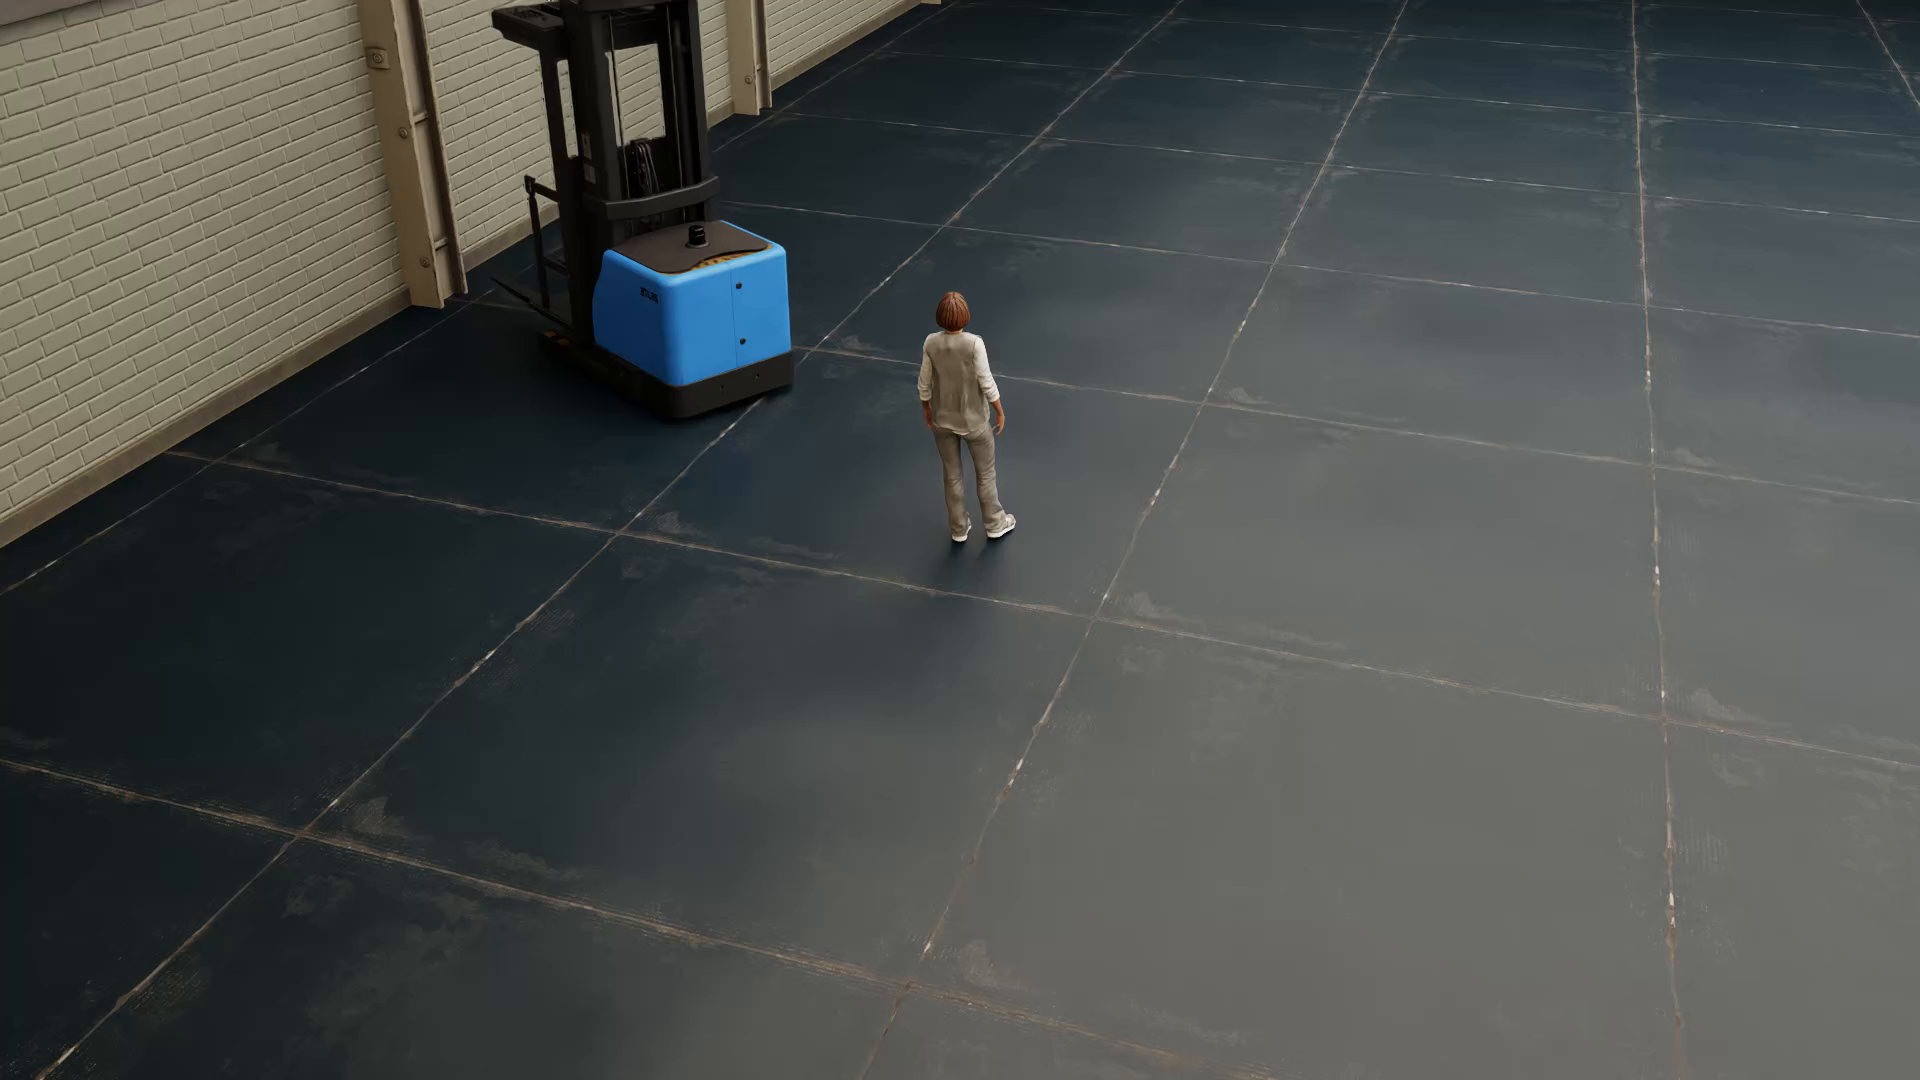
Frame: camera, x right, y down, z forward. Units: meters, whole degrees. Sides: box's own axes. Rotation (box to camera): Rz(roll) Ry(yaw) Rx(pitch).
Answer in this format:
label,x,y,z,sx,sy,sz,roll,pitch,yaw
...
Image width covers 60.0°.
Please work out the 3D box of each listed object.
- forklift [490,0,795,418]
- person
label,x,y,z,sx,sy,sz,roll,pitch,yaw
forklift,-2.539,-2.758,11.975,1.130,2.935,3.031,-23,37,-35
person,0.037,-0.733,9.755,0.521,1.599,0.473,10,31,16
